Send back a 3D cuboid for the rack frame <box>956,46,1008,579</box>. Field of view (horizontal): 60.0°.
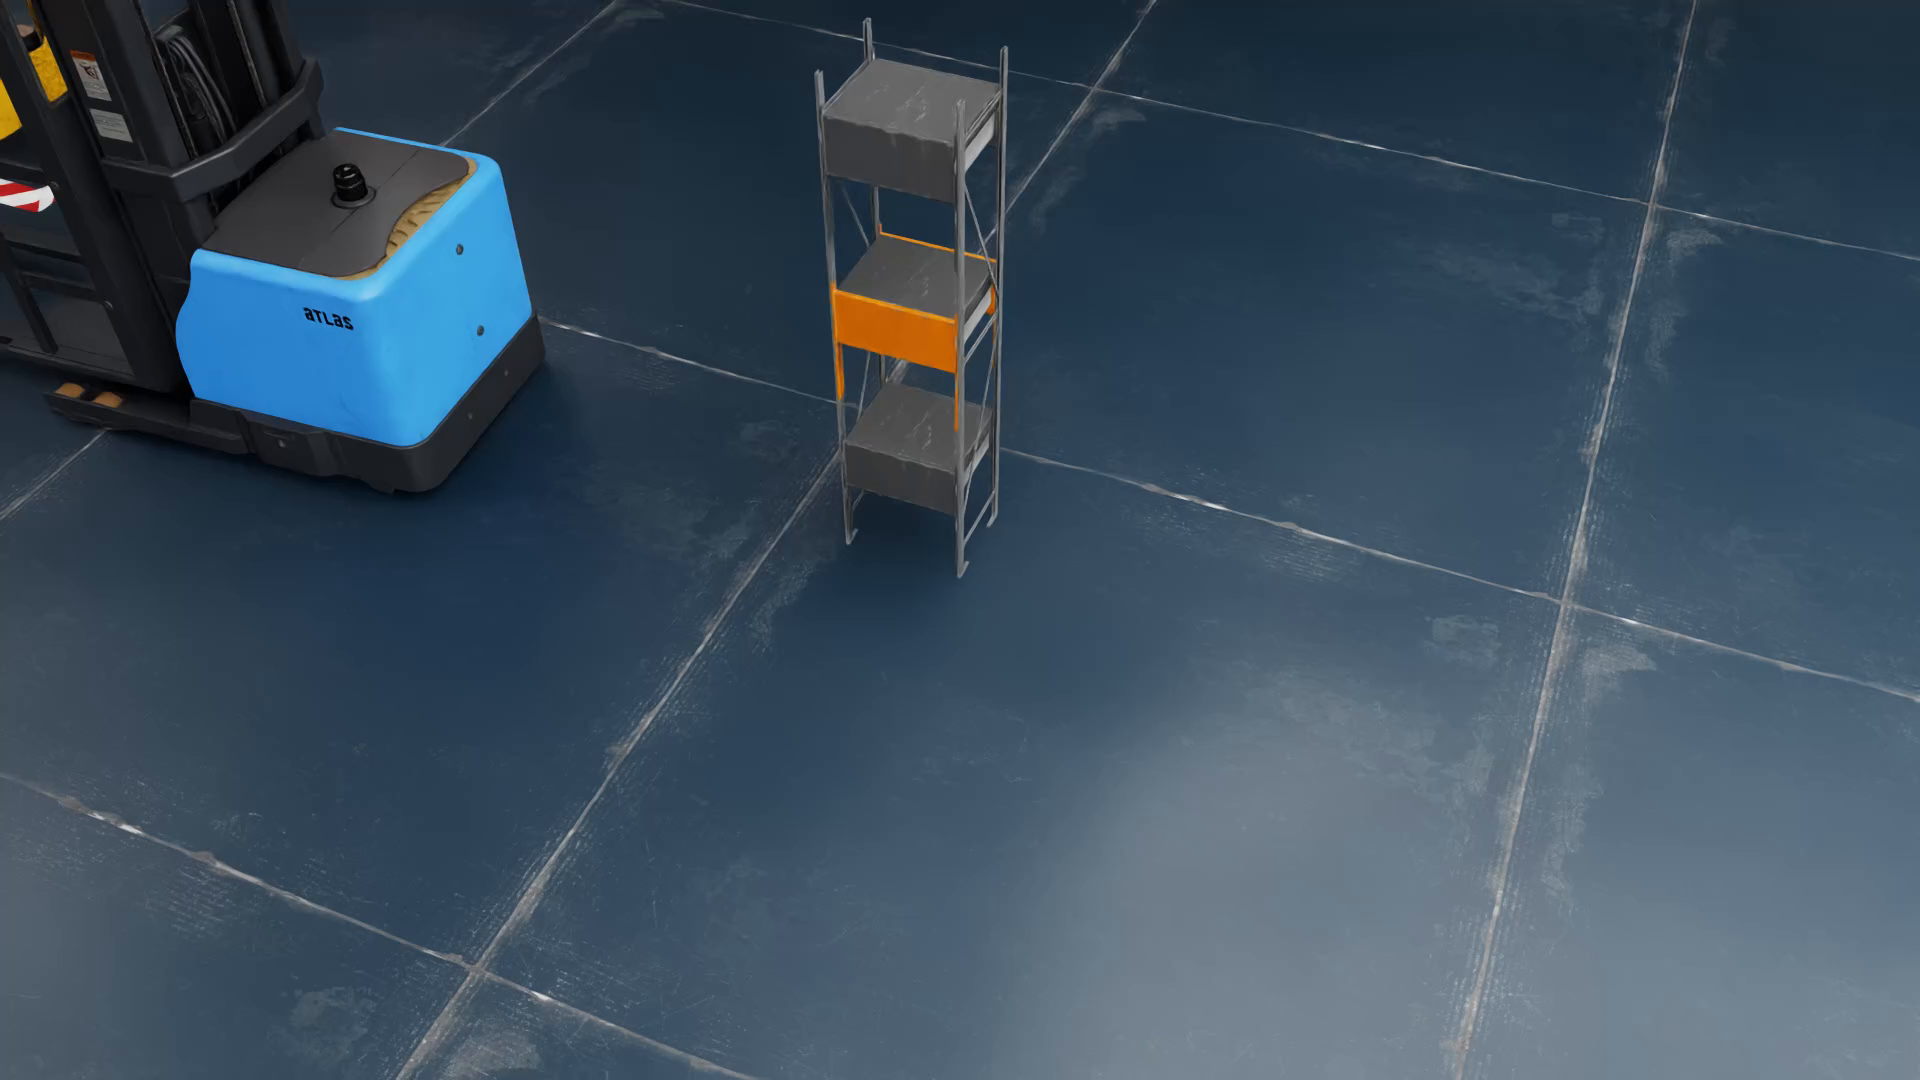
[{"bbox_3d":[0.072,-0.723,5.988,0.015,2.100,0.400,16,47,16],"label":"rack frame"}]

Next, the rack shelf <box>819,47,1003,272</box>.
[{"bbox_3d":[-0.153,-1.276,5.570,0.480,0.518,0.431,16,47,16],"label":"rack shelf"}]

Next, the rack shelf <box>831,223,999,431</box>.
[{"bbox_3d":[-0.153,-0.780,6.064,0.480,0.518,0.431,16,47,16],"label":"rack shelf"}]

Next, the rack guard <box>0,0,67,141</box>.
[{"bbox_3d":[-5.197,-2.499,8.907,0.348,0.500,1.175,16,47,16],"label":"rack guard"}]

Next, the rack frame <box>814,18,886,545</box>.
[{"bbox_3d":[-0.378,-0.856,6.121,0.015,2.100,0.400,16,47,16],"label":"rack frame"}]

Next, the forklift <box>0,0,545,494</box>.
[{"bbox_3d":[-3.441,-1.855,6.536,3.031,2.935,1.130,13,46,13],"label":"forklift"}]

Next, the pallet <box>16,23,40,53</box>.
[{"bbox_3d":[-5.933,-2.640,9.254,1.213,0.211,1.003,16,47,16],"label":"pallet"}]

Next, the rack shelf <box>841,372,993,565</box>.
[{"bbox_3d":[-0.153,-0.283,6.558,0.480,0.518,0.431,16,47,16],"label":"rack shelf"}]

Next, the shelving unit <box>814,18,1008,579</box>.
[{"bbox_3d":[-0.153,-0.789,6.055,0.503,2.100,0.431,16,47,16],"label":"shelving unit"}]
